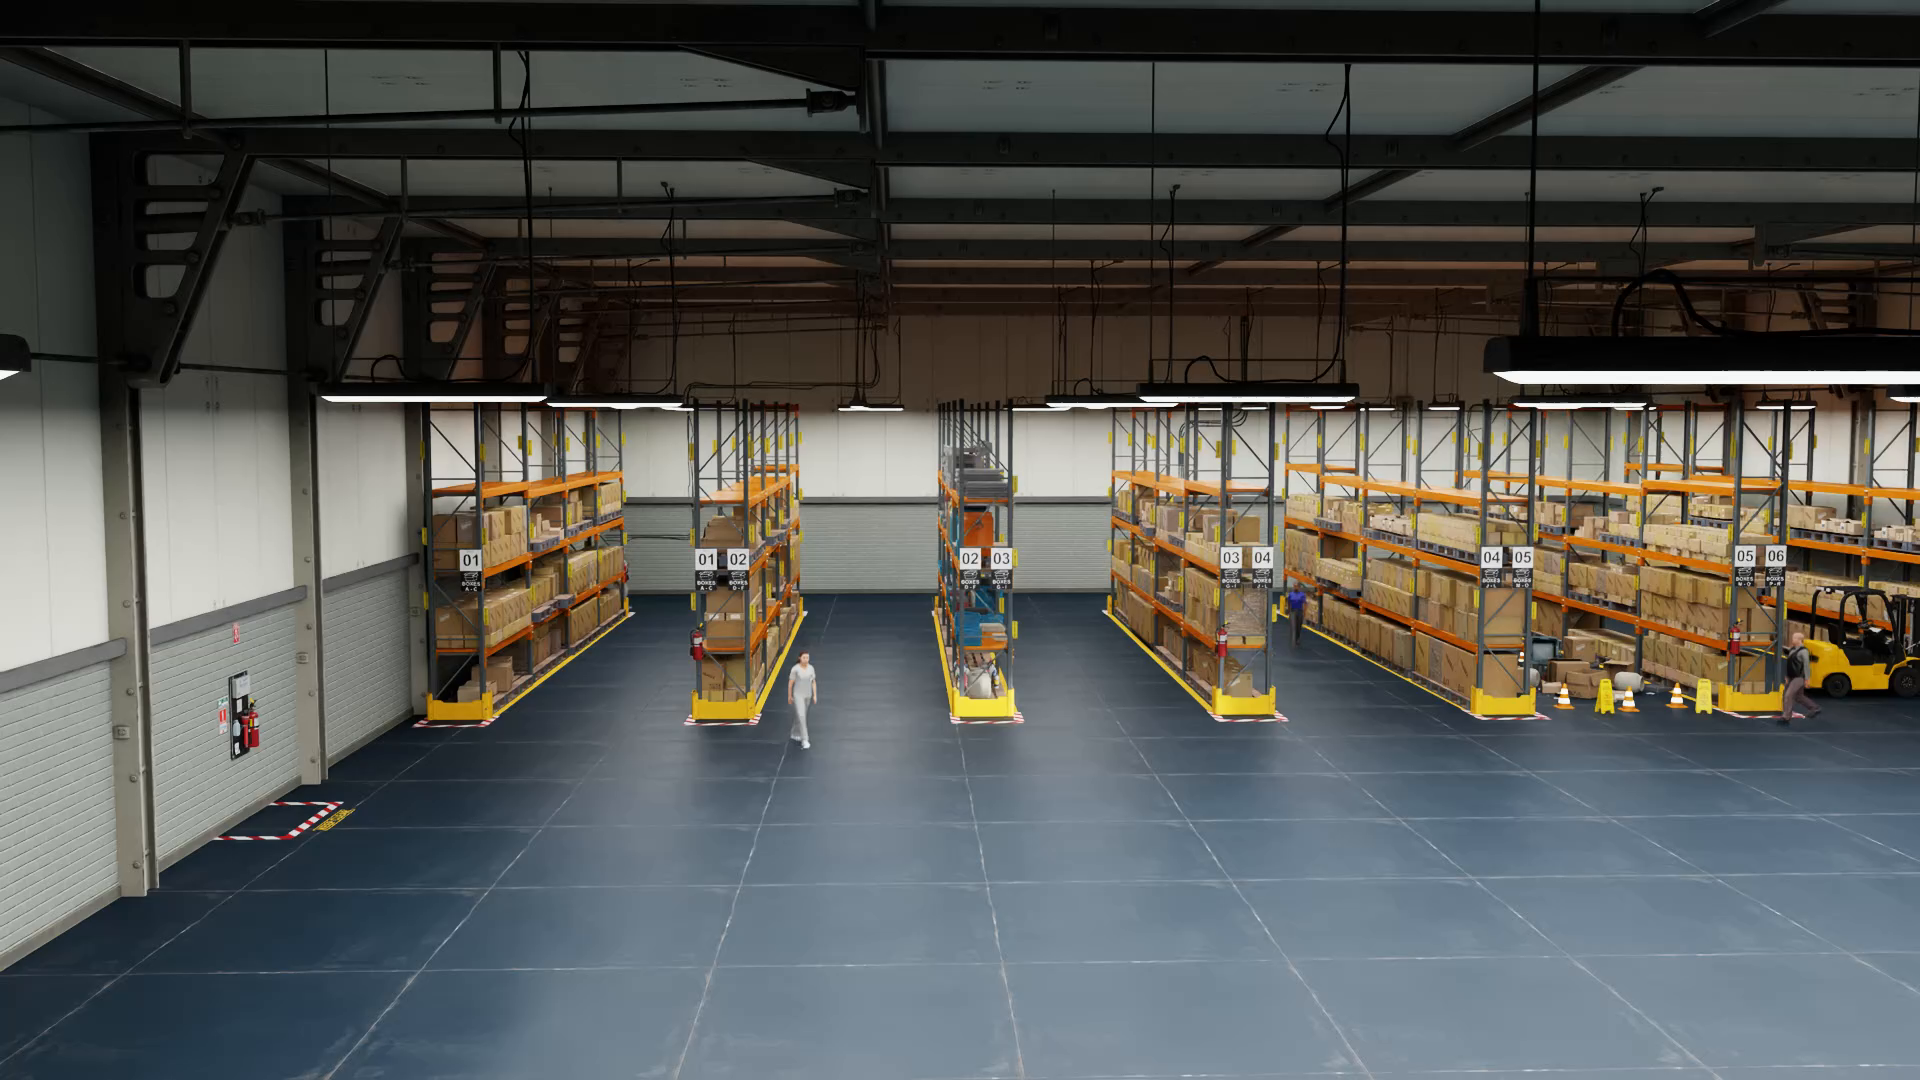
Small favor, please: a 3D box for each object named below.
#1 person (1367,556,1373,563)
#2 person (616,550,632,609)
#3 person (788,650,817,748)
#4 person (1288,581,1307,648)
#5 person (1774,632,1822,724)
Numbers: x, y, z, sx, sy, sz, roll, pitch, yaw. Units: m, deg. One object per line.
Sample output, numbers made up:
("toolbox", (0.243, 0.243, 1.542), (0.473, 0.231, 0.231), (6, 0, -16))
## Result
("person", (11.420, 1.337, 45.911), (0.671, 1.780, 0.545), (0, 4, -3))
("person", (-9.937, 1.152, 48.543), (0.741, 1.752, 0.551), (0, 4, -2))
("person", (-2.703, 2.704, 28.709), (0.486, 1.620, 0.929), (-4, 6, -39))
("person", (8.274, 1.820, 40.740), (0.427, 1.576, 1.018), (0, 4, 5))
("person", (15.508, 2.546, 30.710), (0.999, 1.686, 0.543), (0, 4, -2))
